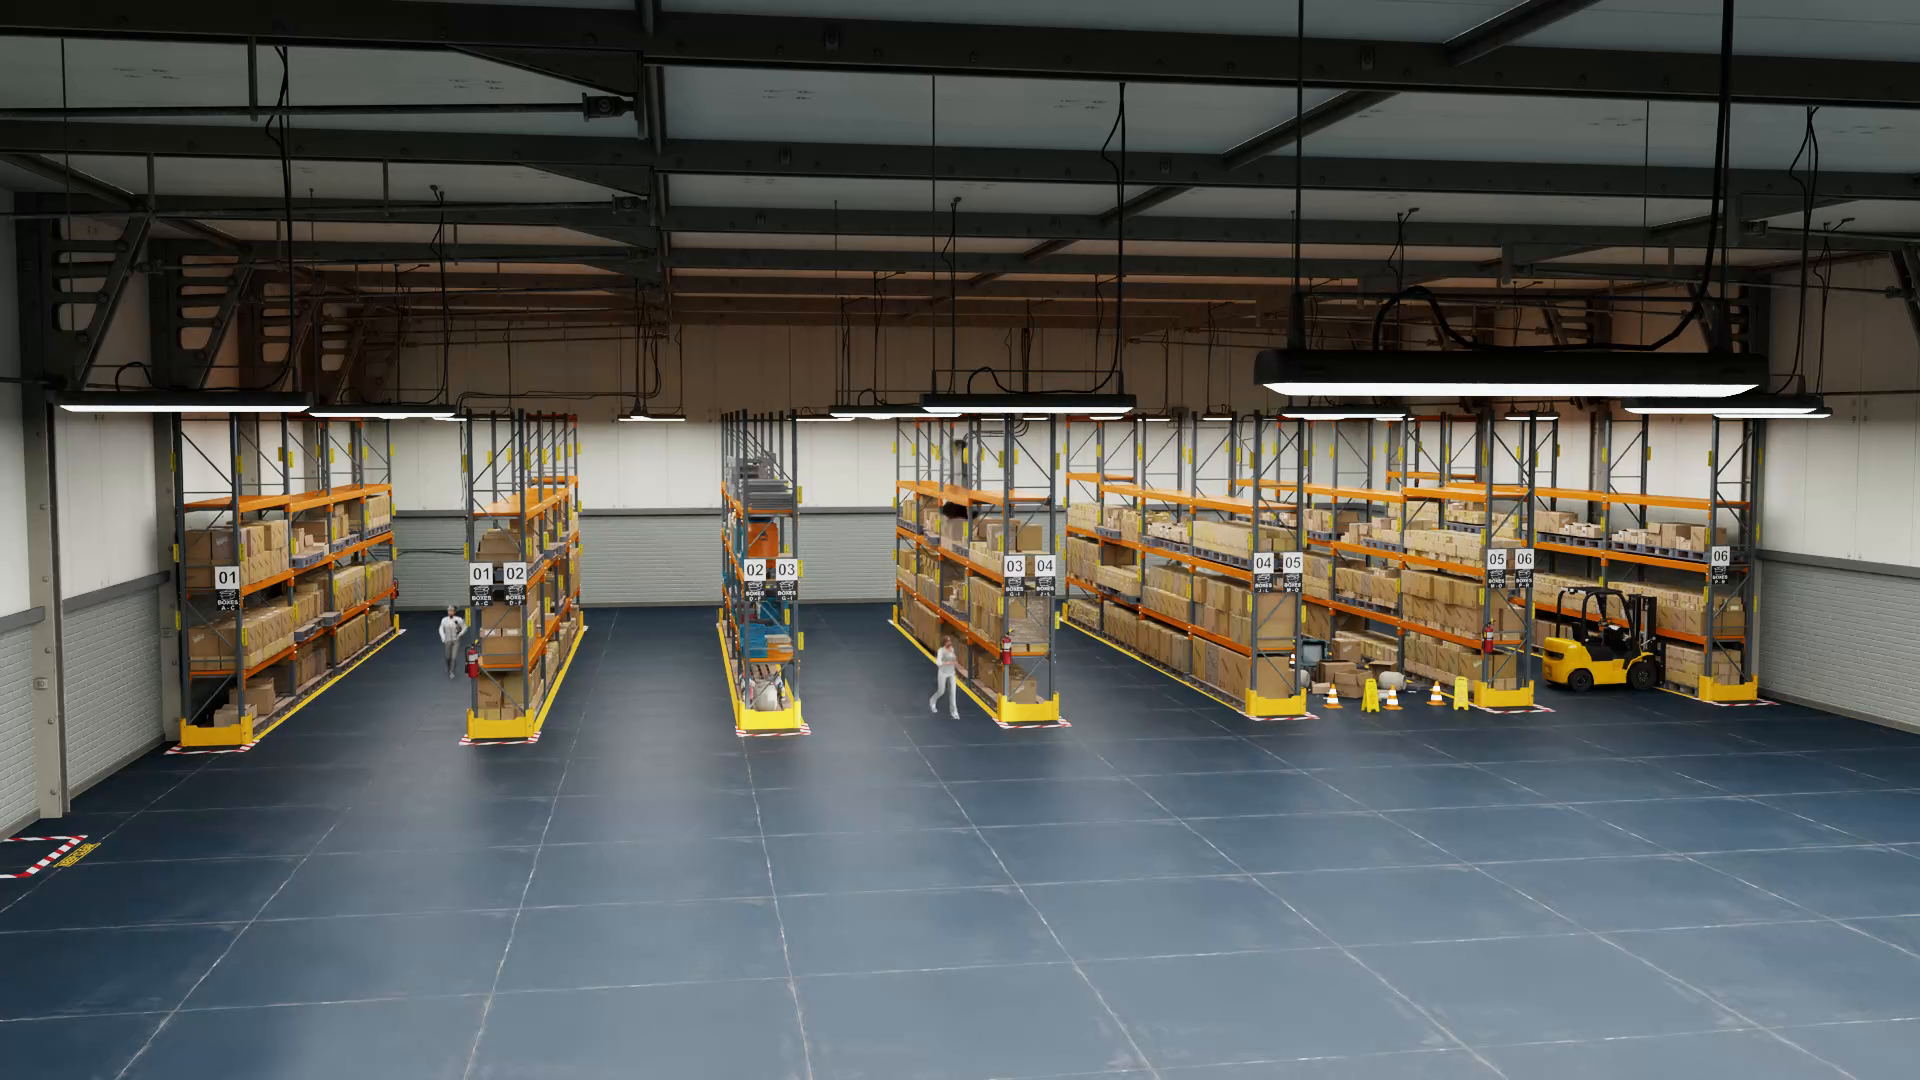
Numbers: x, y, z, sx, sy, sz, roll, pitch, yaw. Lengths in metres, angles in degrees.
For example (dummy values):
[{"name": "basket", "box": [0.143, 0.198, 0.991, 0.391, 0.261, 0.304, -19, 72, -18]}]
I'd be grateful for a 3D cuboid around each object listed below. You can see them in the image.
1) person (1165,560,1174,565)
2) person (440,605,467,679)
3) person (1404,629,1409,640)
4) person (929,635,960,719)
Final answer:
[{"name": "person", "box": [6.413, 1.407, 50.410, 0.678, 1.638, 0.612, -1, 4, -11]}, {"name": "person", "box": [-11.447, 2.283, 37.550, 0.609, 1.671, 0.585, -1, 4, -9]}, {"name": "person", "box": [11.880, 1.821, 43.891, 0.612, 1.725, 0.856, -1, 4, -14]}, {"name": "person", "box": [-0.291, 2.639, 32.376, 0.534, 1.593, 0.890, -3, 5, -37]}]
